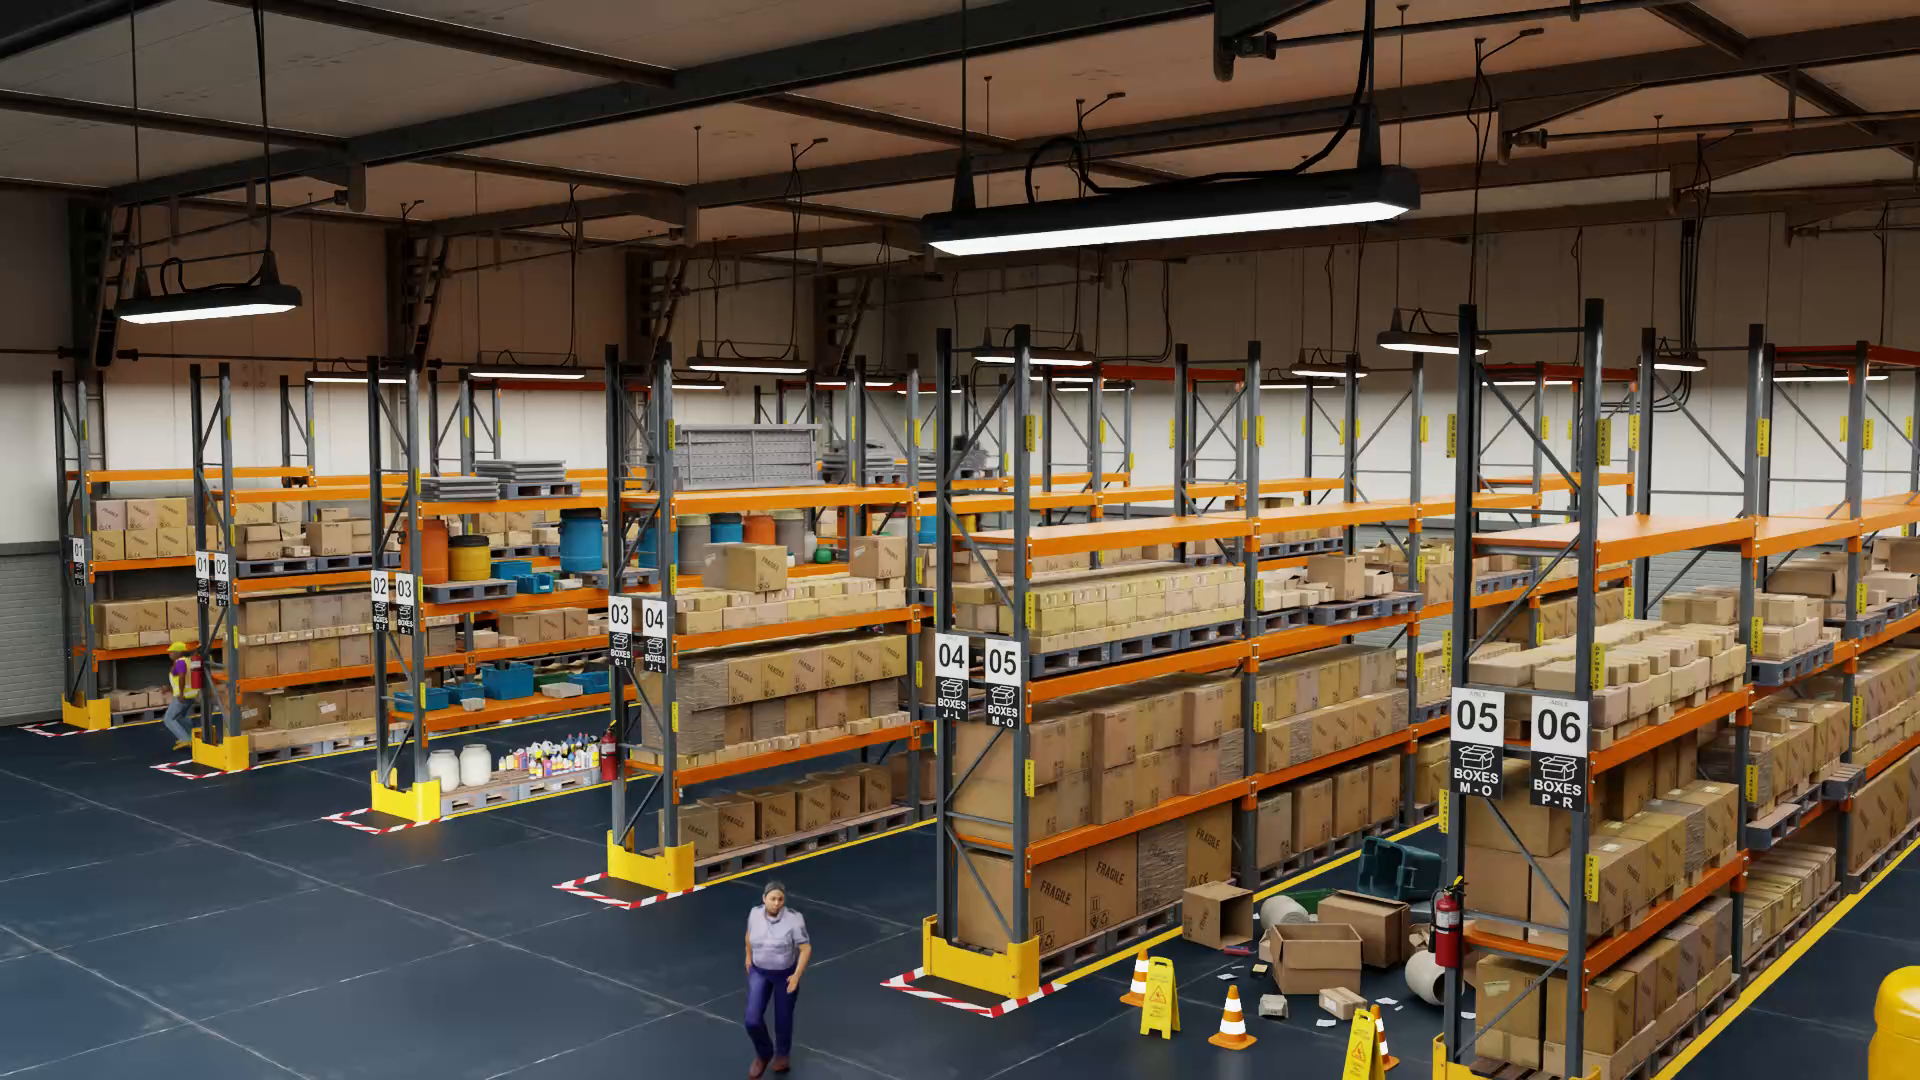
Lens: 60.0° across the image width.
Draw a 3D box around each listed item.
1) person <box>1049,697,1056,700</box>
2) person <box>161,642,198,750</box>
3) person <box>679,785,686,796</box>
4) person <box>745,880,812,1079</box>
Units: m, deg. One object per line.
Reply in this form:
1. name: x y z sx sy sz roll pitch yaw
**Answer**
1. person: 1.293 2.786 21.085 0.644 1.728 0.753 4 6 42
2. person: -12.300 2.444 26.184 0.552 1.683 0.883 -1 4 -9
3. person: -3.884 2.751 22.754 0.603 1.553 0.507 0 4 6
4. person: -1.435 3.419 12.962 0.585 1.595 0.776 0 4 3
